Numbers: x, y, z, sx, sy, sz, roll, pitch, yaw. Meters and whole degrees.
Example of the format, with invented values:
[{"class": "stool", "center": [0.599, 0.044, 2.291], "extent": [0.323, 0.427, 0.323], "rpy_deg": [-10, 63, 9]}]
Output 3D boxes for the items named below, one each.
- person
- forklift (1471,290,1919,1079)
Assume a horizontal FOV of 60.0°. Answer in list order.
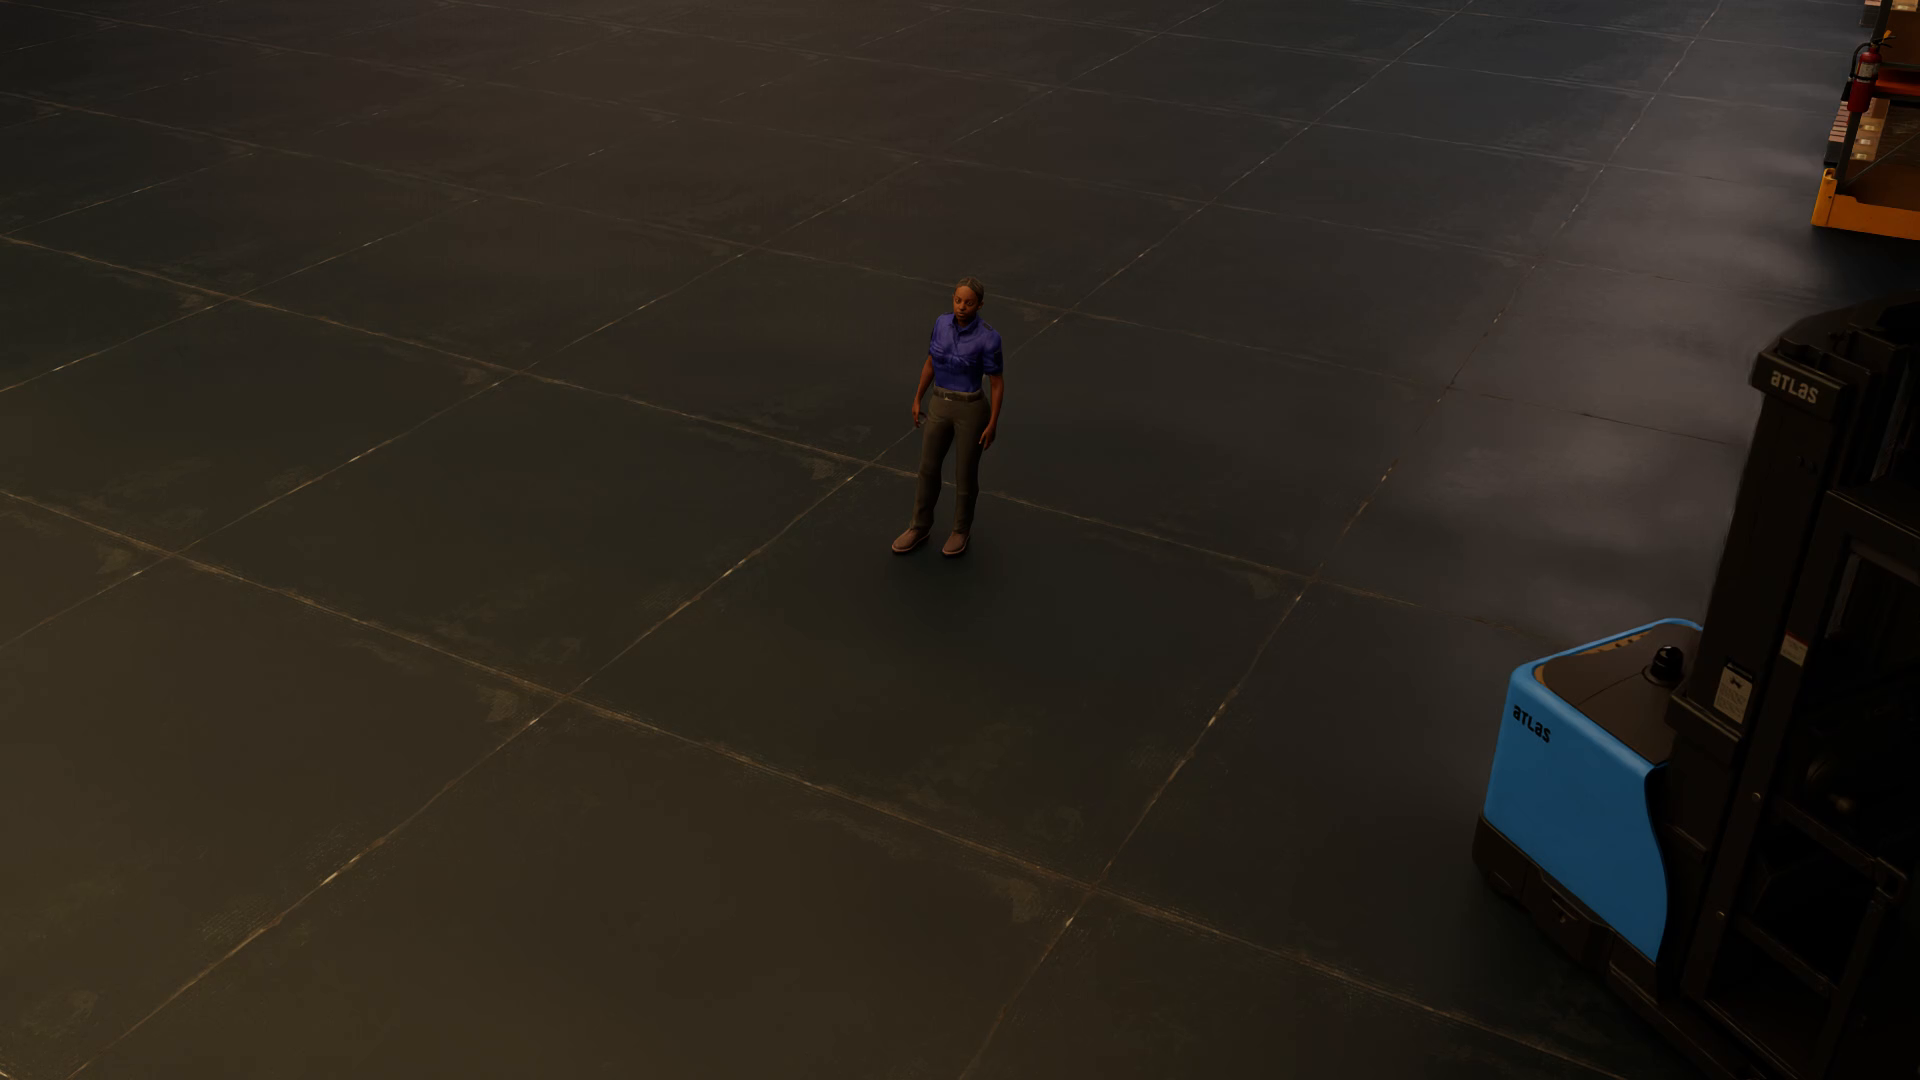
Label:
[{"class": "person", "center": [-0.060, -0.689, 9.528], "extent": [0.569, 1.654, 0.504], "rpy_deg": [15, 33, 25]}, {"class": "forklift", "center": [3.379, 0.749, 5.774], "extent": [1.130, 2.935, 3.031], "rpy_deg": [-14, 33, -22]}]
